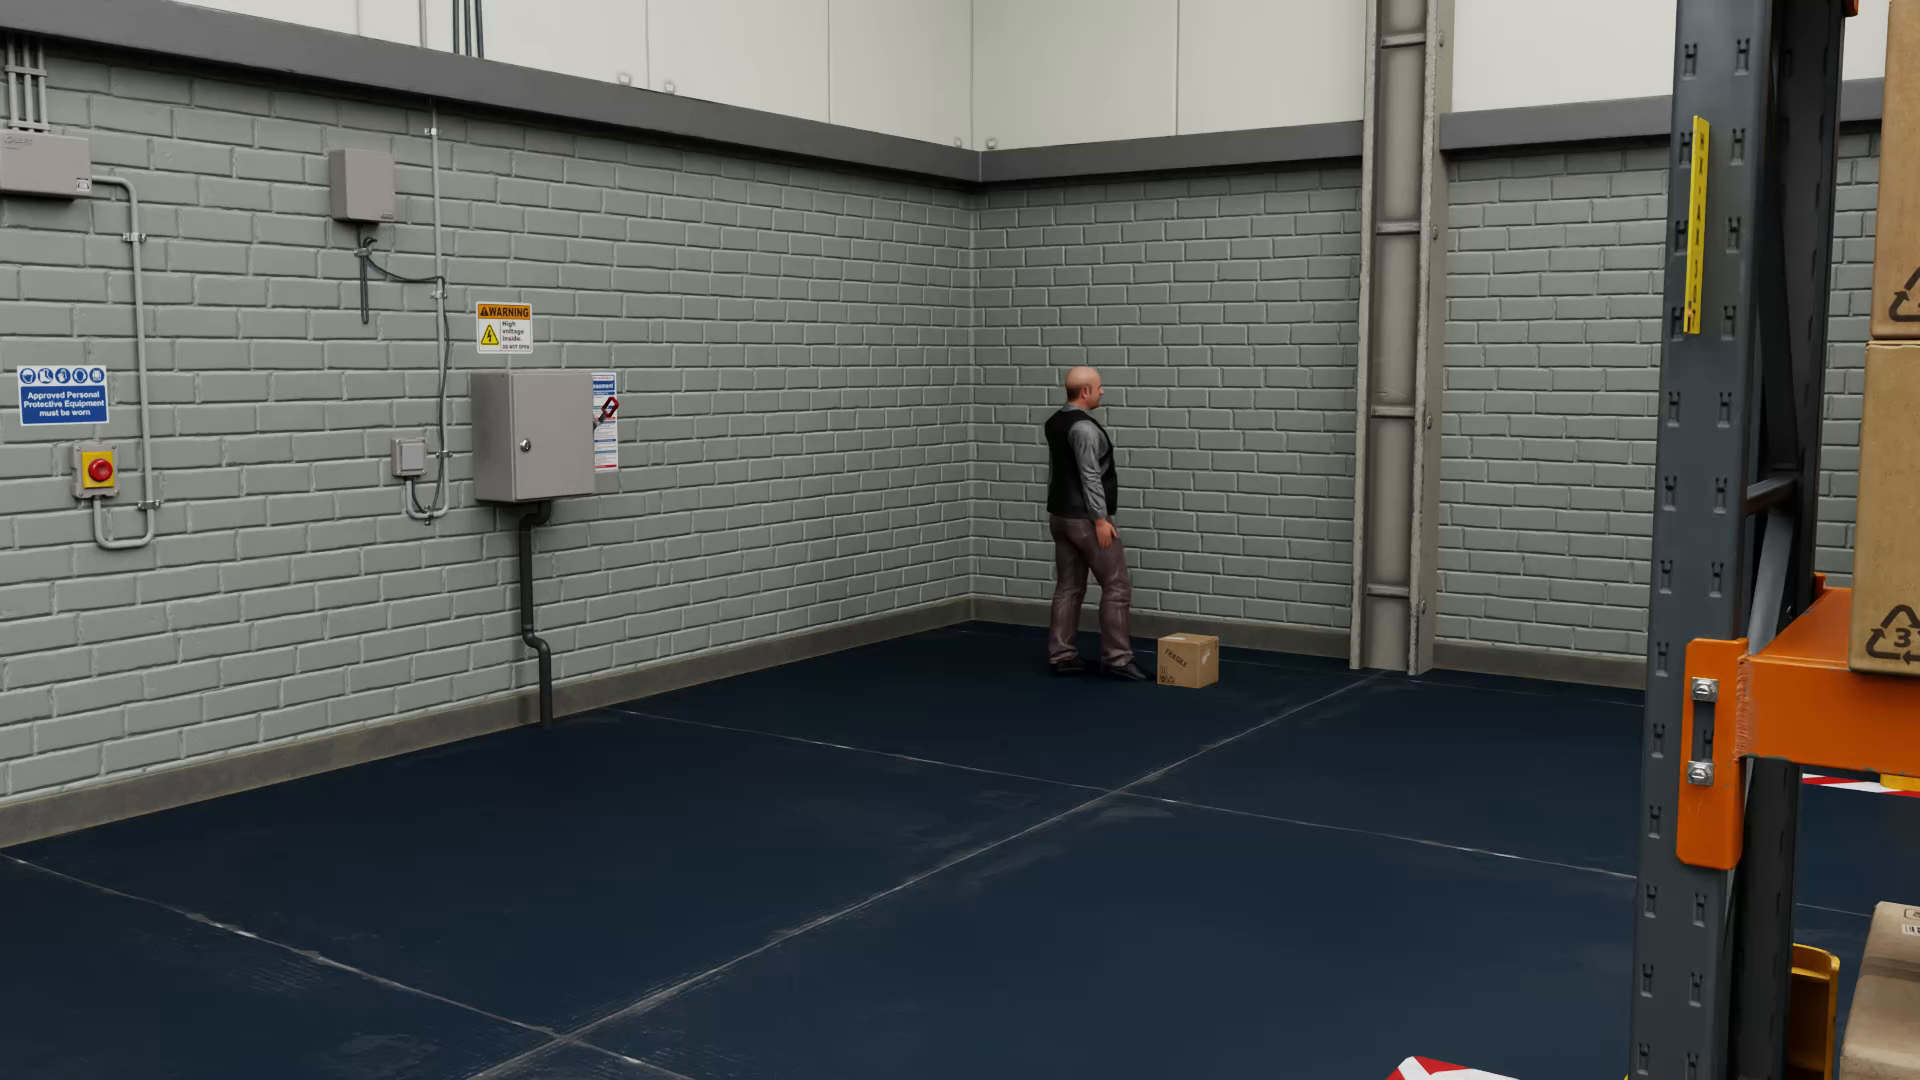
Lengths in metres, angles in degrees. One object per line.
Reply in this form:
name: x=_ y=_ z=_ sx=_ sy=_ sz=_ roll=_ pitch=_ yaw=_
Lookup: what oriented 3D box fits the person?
person: x=0.764 y=-0.092 z=9.251 sx=0.549 sy=1.745 sz=0.565 roll=-2 pitch=7 yaw=-20
